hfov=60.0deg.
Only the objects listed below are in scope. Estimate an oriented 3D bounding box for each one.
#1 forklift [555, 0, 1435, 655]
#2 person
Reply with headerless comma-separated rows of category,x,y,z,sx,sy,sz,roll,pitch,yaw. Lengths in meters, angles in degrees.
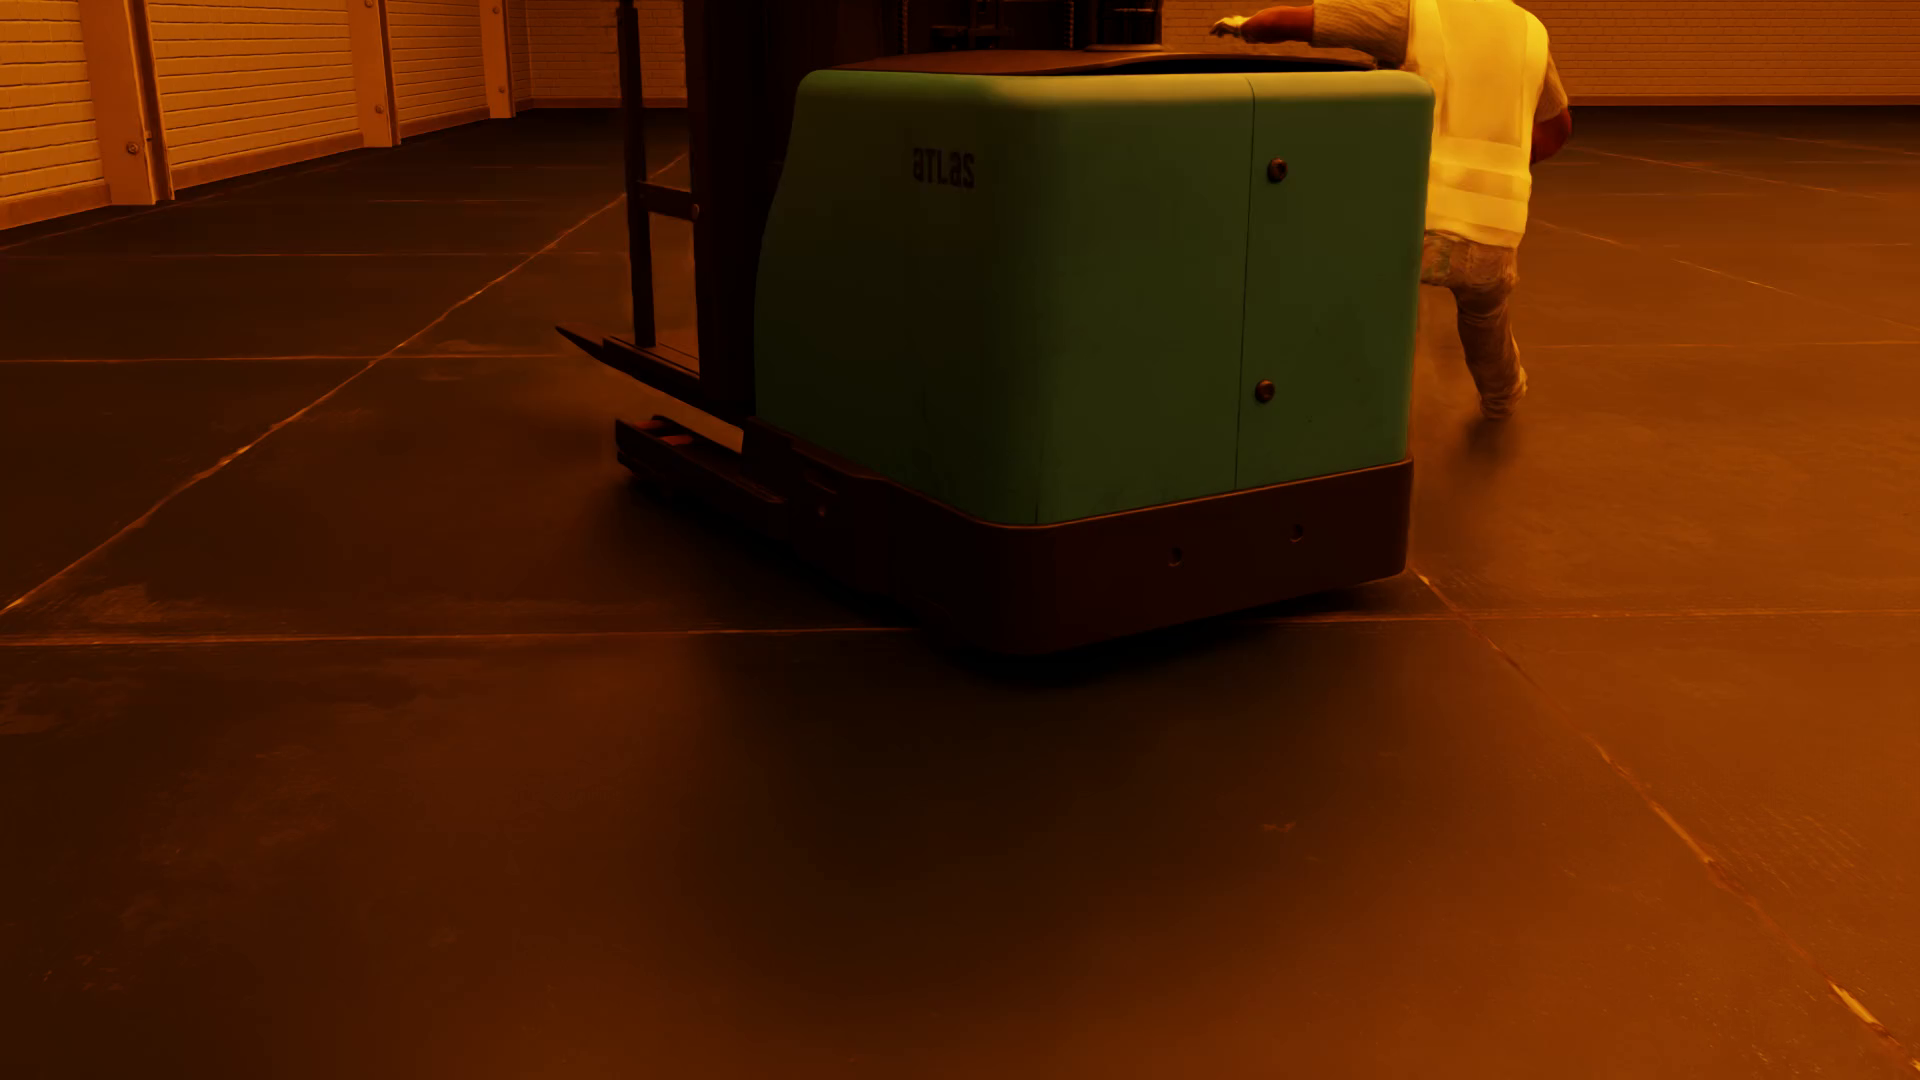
forklift,-0.259,-1.571,4.044,1.130,2.935,3.031,-10,20,-30
person,1.196,-0.935,4.591,1.253,1.420,0.974,-3,17,-8
